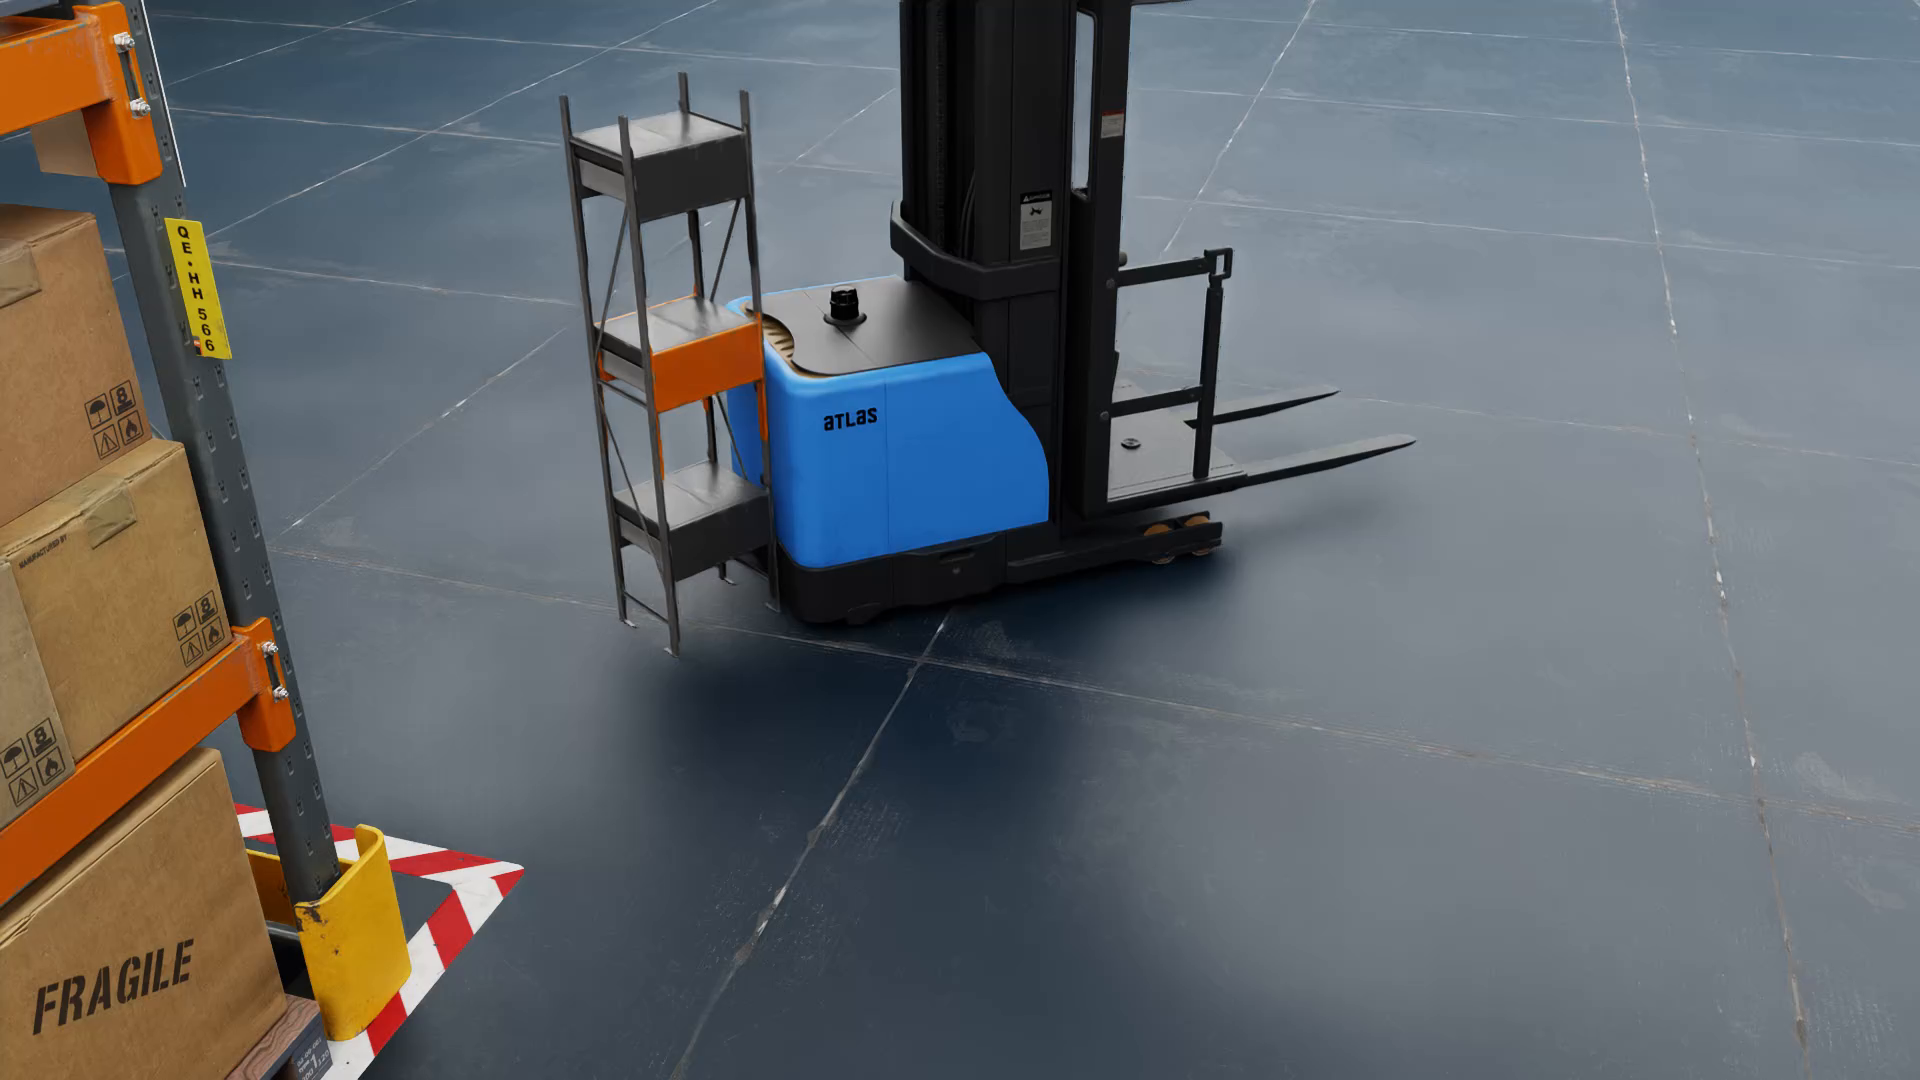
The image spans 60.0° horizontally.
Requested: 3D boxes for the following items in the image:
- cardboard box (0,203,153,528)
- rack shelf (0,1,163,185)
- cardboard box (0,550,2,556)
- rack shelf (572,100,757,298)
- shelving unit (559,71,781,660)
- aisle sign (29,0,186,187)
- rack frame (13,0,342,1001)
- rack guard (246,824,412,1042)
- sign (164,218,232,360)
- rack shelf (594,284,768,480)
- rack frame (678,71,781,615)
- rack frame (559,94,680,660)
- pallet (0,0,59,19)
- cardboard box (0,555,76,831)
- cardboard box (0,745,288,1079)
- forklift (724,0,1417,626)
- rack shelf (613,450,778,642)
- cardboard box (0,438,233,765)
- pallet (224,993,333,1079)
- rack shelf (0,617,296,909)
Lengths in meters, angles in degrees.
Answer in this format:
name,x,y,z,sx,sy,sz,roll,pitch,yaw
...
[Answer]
name,x,y,z,sx,sy,sz,roll,pitch,yaw
cardboard box,-2.376,-0.407,3.632,0.875,0.550,0.550,8,30,15
rack shelf,-2.817,-0.104,2.006,1.077,0.370,4.000,8,30,15
cardboard box,-2.449,-0.139,3.148,0.875,0.550,0.550,8,30,15
rack shelf,-1.044,-1.208,5.850,0.480,0.518,0.431,-24,37,-37
shelving unit,-1.044,-0.608,6.183,0.503,2.100,0.431,-24,37,-37
aisle sign,-1.922,-1.163,3.581,0.394,0.787,0.004,8,30,15
rack frame,-2.230,-0.037,4.231,1.000,3.000,0.127,8,30,15
rack guard,-2.223,1.044,4.858,1.175,0.500,0.348,8,30,15
sign,-1.715,-0.562,3.741,0.100,0.325,0.005,8,30,15
rack shelf,-1.044,-0.596,6.190,0.480,0.518,0.431,-24,37,-37
rack frame,-0.866,-0.689,6.329,0.015,2.100,0.400,-24,37,-37
rack frame,-1.223,-0.527,6.038,0.015,2.100,0.400,-24,37,-37
pallet,-2.438,-0.963,2.901,1.003,0.211,1.213,8,30,15
cardboard box,-2.436,0.335,3.407,0.875,0.550,0.550,8,30,15
cardboard box,-2.366,1.033,4.062,0.875,0.875,0.875,9,30,15
forklift,0.572,-1.401,6.753,3.031,2.935,1.130,-12,31,-20
rack shelf,-1.045,0.015,6.531,0.480,0.518,0.431,-24,37,-37
cardboard box,-2.295,0.077,3.873,0.875,0.550,0.550,8,30,15
pallet,-2.390,1.565,4.221,1.003,0.211,1.213,8,30,15
rack shelf,-2.817,1.207,2.735,1.077,0.370,4.000,8,30,15
